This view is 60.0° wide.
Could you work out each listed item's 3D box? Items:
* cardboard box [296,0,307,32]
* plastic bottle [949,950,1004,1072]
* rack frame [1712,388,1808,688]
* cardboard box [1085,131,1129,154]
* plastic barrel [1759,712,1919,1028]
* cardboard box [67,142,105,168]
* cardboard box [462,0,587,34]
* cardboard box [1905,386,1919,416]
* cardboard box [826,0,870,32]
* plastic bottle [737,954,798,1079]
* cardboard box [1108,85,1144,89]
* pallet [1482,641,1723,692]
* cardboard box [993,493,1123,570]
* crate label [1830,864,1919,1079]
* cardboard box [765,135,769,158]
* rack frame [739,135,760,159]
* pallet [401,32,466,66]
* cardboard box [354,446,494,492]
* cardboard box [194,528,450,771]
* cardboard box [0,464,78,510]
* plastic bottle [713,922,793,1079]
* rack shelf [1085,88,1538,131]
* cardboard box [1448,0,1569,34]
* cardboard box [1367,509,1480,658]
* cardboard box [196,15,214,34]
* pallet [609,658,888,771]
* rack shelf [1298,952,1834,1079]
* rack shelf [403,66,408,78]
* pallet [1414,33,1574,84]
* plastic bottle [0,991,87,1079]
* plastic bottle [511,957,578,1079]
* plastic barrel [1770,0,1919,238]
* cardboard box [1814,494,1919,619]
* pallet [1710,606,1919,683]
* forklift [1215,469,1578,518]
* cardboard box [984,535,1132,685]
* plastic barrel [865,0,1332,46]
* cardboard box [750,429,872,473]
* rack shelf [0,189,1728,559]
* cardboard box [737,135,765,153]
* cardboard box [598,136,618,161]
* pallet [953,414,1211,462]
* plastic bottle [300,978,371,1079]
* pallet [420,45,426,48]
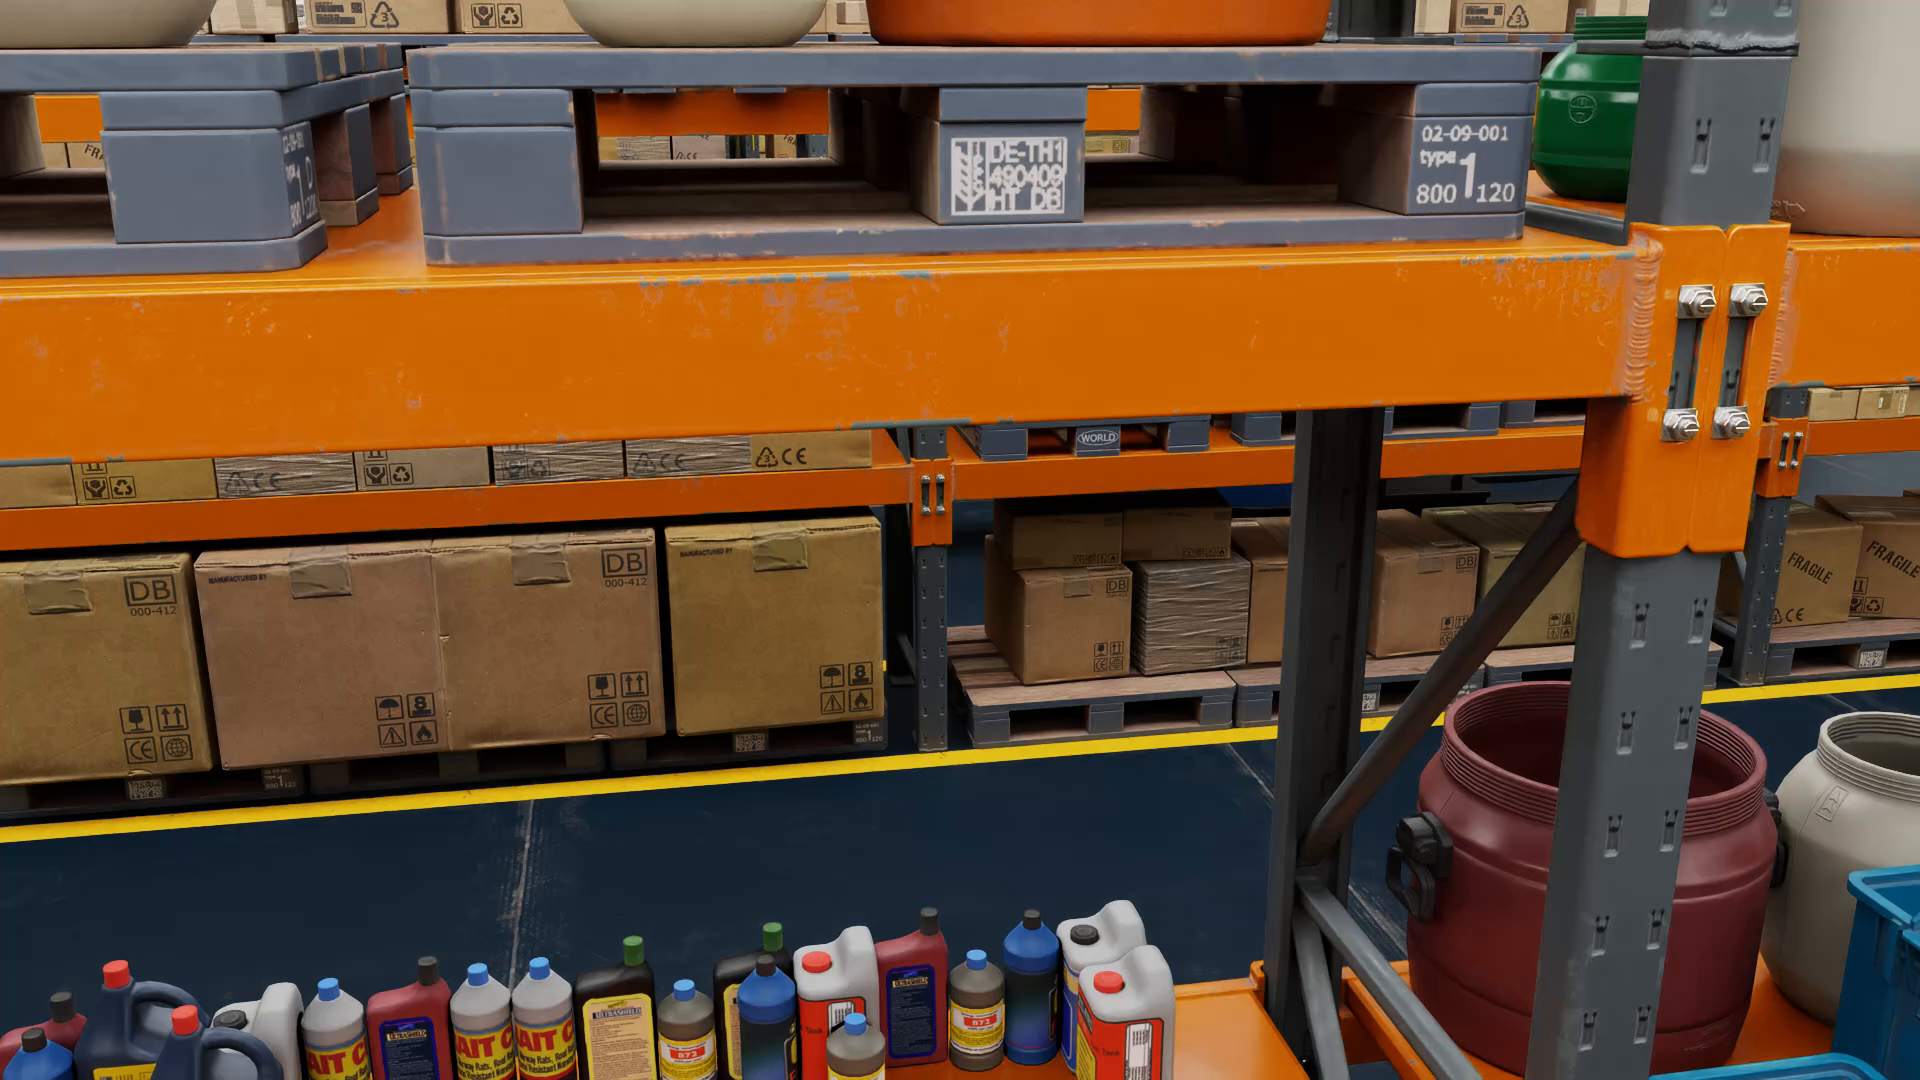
[{"bbox_3d":[-4.075,-3.439,10.727,0.500,0.311,0.500,-3,17,-11],"label":"cardboard box"},{"bbox_3d":[0.029,0.812,2.898,0.097,0.201,0.097,0,17,0],"label":"plastic bottle"},{"bbox_3d":[3.717,-0.869,8.031,0.127,3.000,1.000,-3,17,-10],"label":"rack frame"},{"bbox_3d":[0.892,-2.716,12.171,0.500,0.500,0.700,-3,17,-11],"label":"cardboard box"},{"bbox_3d":[1.699,0.610,3.028,0.421,0.512,0.421,0,17,0],"label":"plastic barrel"},{"bbox_3d":[-5.389,-2.422,10.710,0.500,0.500,0.500,-4,17,-12],"label":"cardboard box"},{"bbox_3d":[-1.626,-2.200,6.372,0.500,0.500,0.500,-2,17,-7],"label":"cardboard box"},{"bbox_3d":[4.473,-0.706,7.929,0.250,0.149,0.380,-3,17,-10],"label":"cardboard box"},{"bbox_3d":[-1.158,-5.034,16.314,0.500,0.500,0.700,-3,17,-10],"label":"cardboard box"},{"bbox_3d":[-0.319,0.816,2.764,0.097,0.271,0.097,0,17,0],"label":"plastic bottle"},{"bbox_3d":[0.804,-1.989,6.826,0.500,0.250,0.500,-3,17,-9],"label":"cardboard box"},{"bbox_3d":[2.953,0.508,8.298,1.213,0.211,1.003,-3,17,-10],"label":"pallet"},{"bbox_3d":[0.442,-0.066,7.648,0.500,0.250,0.500,-3,17,-8],"label":"cardboard box"},{"bbox_3d":[1.756,0.788,2.578,0.616,0.435,0.502,-3,17,-10],"label":"crate label"},{"bbox_3d":[-1.697,-3.999,16.830,0.500,0.500,0.500,-4,17,-12],"label":"cardboard box"},{"bbox_3d":[-2.090,-3.503,16.607,0.127,3.000,1.000,-3,17,-10],"label":"rack frame"},{"bbox_3d":[-3.335,-3.265,11.044,1.003,0.211,1.213,-3,17,-10],"label":"pallet"},{"bbox_3d":[-2.147,-0.511,6.695,0.500,0.500,0.500,-3,17,-9],"label":"cardboard box"},{"bbox_3d":[-2.636,0.300,7.128,0.875,0.875,1.225,-4,17,-12],"label":"cardboard box"},{"bbox_3d":[-3.638,-0.424,6.414,0.500,0.500,0.500,-3,17,-10],"label":"cardboard box"},{"bbox_3d":[-0.351,0.789,2.834,0.133,0.283,0.061,-3,17,-10],"label":"plastic bottle"},{"bbox_3d":[1.753,-1.847,7.334,4.000,0.370,1.077,-3,17,-10],"label":"rack shelf"},{"bbox_3d":[2.312,-2.502,7.350,0.637,0.503,0.797,-3,17,-8],"label":"cardboard box"},{"bbox_3d":[2.089,0.196,8.072,0.500,0.500,0.700,-5,18,-15],"label":"cardboard box"},{"bbox_3d":[-3.043,-2.050,6.206,0.500,0.311,0.500,-4,17,-12],"label":"cardboard box"},{"bbox_3d":[-0.999,0.709,7.643,1.213,0.211,1.003,-3,17,-10],"label":"pallet"},{"bbox_3d":[2.693,1.014,3.125,4.000,0.370,1.077,-3,17,-10],"label":"rack shelf"},{"bbox_3d":[-3.016,-3.060,11.282,4.000,0.370,1.077,-3,17,-10],"label":"rack shelf"},{"bbox_3d":[2.073,-2.150,7.415,1.003,0.211,1.213,-3,17,-10],"label":"pallet"},{"bbox_3d":[-1.440,0.851,2.633,0.133,0.283,0.061,-3,17,-10],"label":"plastic bottle"},{"bbox_3d":[-0.688,0.819,2.755,0.097,0.271,0.097,0,17,0],"label":"plastic bottle"},{"bbox_3d":[1.093,-0.634,1.969,0.421,0.512,0.421,0,17,0],"label":"plastic barrel"},{"bbox_3d":[4.678,0.081,8.482,0.500,0.500,0.500,2,17,7],"label":"cardboard box"},{"bbox_3d":[4.370,0.417,8.595,1.213,0.211,1.003,-3,17,-10],"label":"pallet"},{"bbox_3d":[2.625,-1.490,10.172,3.031,2.935,1.130,-2,17,-7],"label":"forklift"},{"bbox_3d":[0.444,0.296,7.748,0.500,0.500,0.700,-4,18,-13],"label":"cardboard box"},{"bbox_3d":[0.171,-1.027,1.992,0.708,0.830,0.600,-3,17,-10],"label":"plastic barrel"},{"bbox_3d":[-0.648,-0.595,6.969,0.500,0.500,0.500,-3,17,-9],"label":"cardboard box"},{"bbox_3d":[-1.234,-0.197,1.959,4.000,0.370,1.077,-3,17,-10],"label":"rack shelf"},{"bbox_3d":[-2.549,-5.048,21.041,0.500,0.250,0.500,-3,17,-11],"label":"cardboard box"},{"bbox_3d":[-3.539,-3.868,15.922,0.500,0.500,0.500,-3,17,-10],"label":"cardboard box"},{"bbox_3d":[0.469,-0.625,7.563,1.003,0.211,1.213,-3,17,-10],"label":"pallet"},{"bbox_3d":[-1.010,0.837,2.696,0.097,0.271,0.097,0,17,0],"label":"plastic bottle"},{"bbox_3d":[-5.127,-4.688,15.682,1.217,0.209,0.805,-4,18,-13],"label":"pallet"}]
